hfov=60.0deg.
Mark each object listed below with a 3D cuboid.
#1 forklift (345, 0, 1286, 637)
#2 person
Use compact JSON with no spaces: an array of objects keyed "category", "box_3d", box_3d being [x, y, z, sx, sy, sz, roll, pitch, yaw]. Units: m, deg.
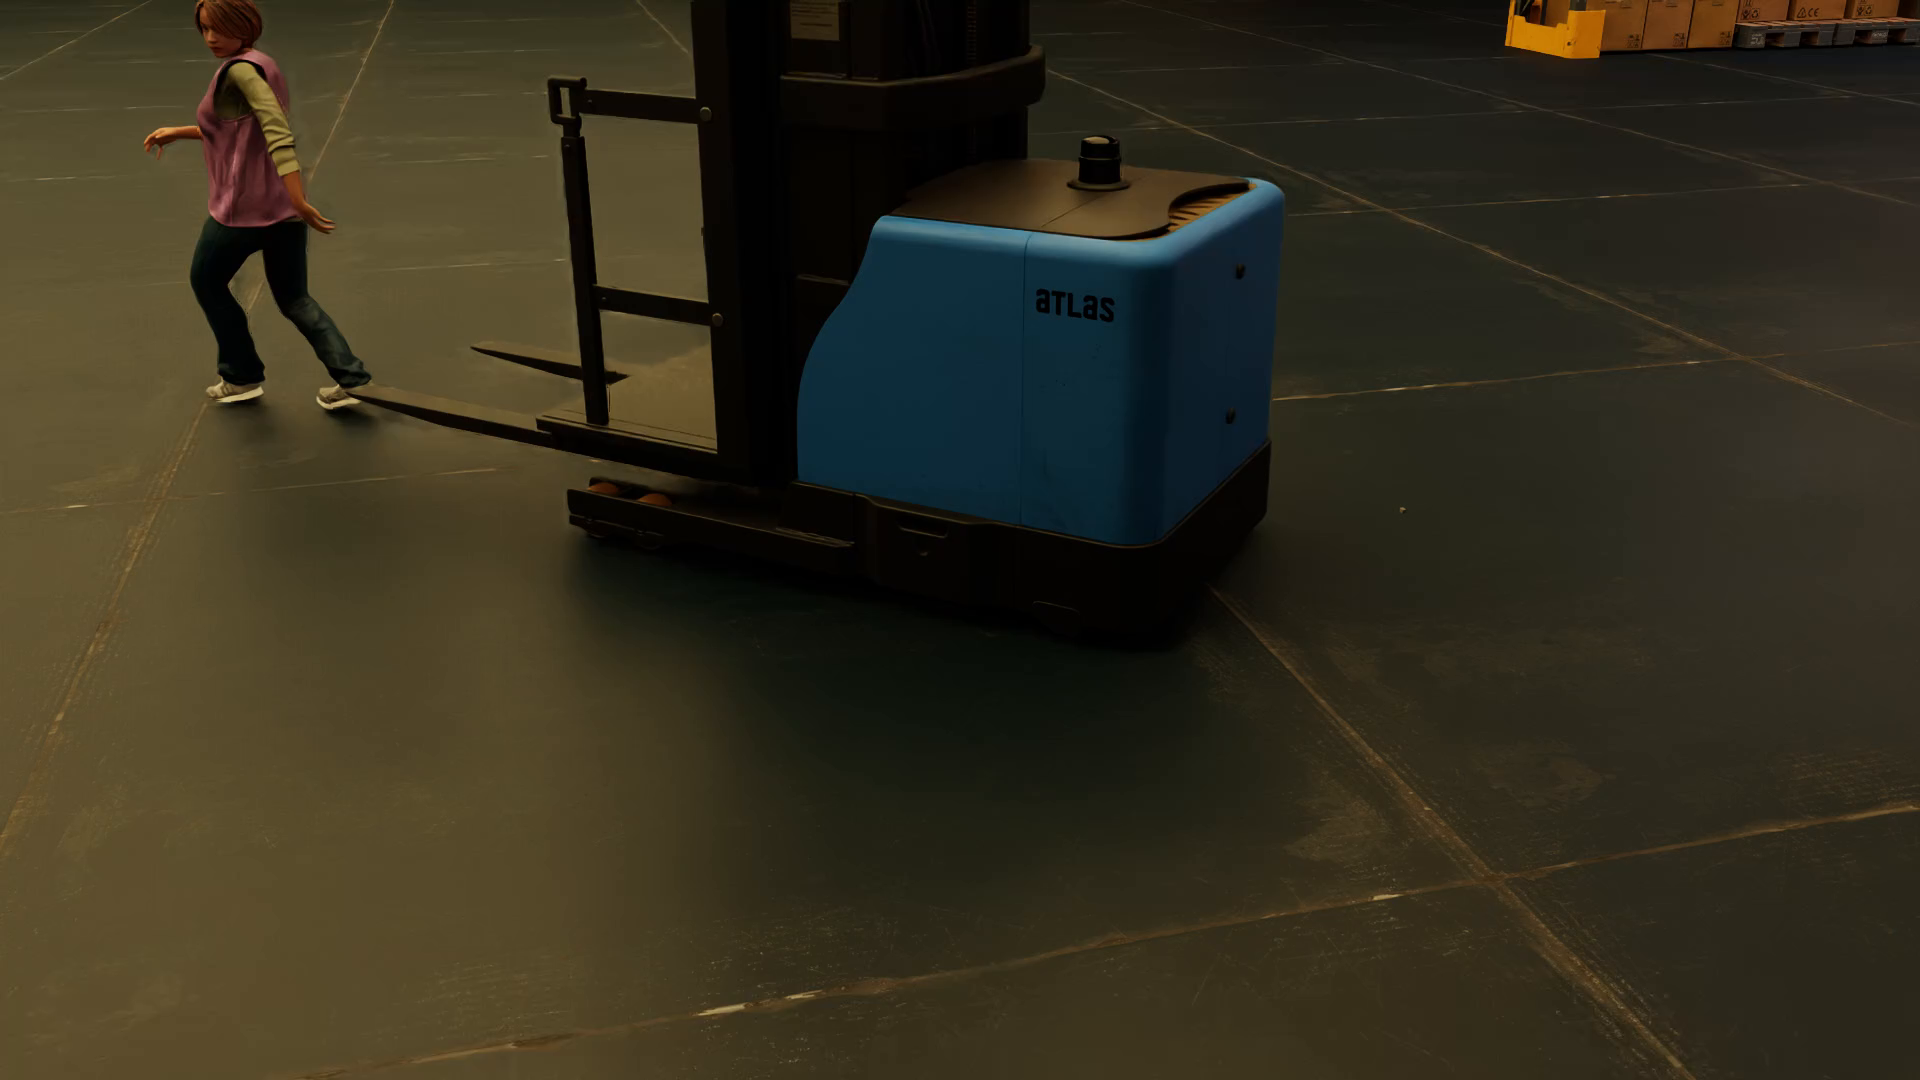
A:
[{"category":"forklift","box_3d":[-0.611,-1.488,4.806,3.031,2.935,1.130,12,26,26]},{"category":"person","box_3d":[-2.505,-1.173,5.918,0.826,1.527,0.428,6,24,15]}]
